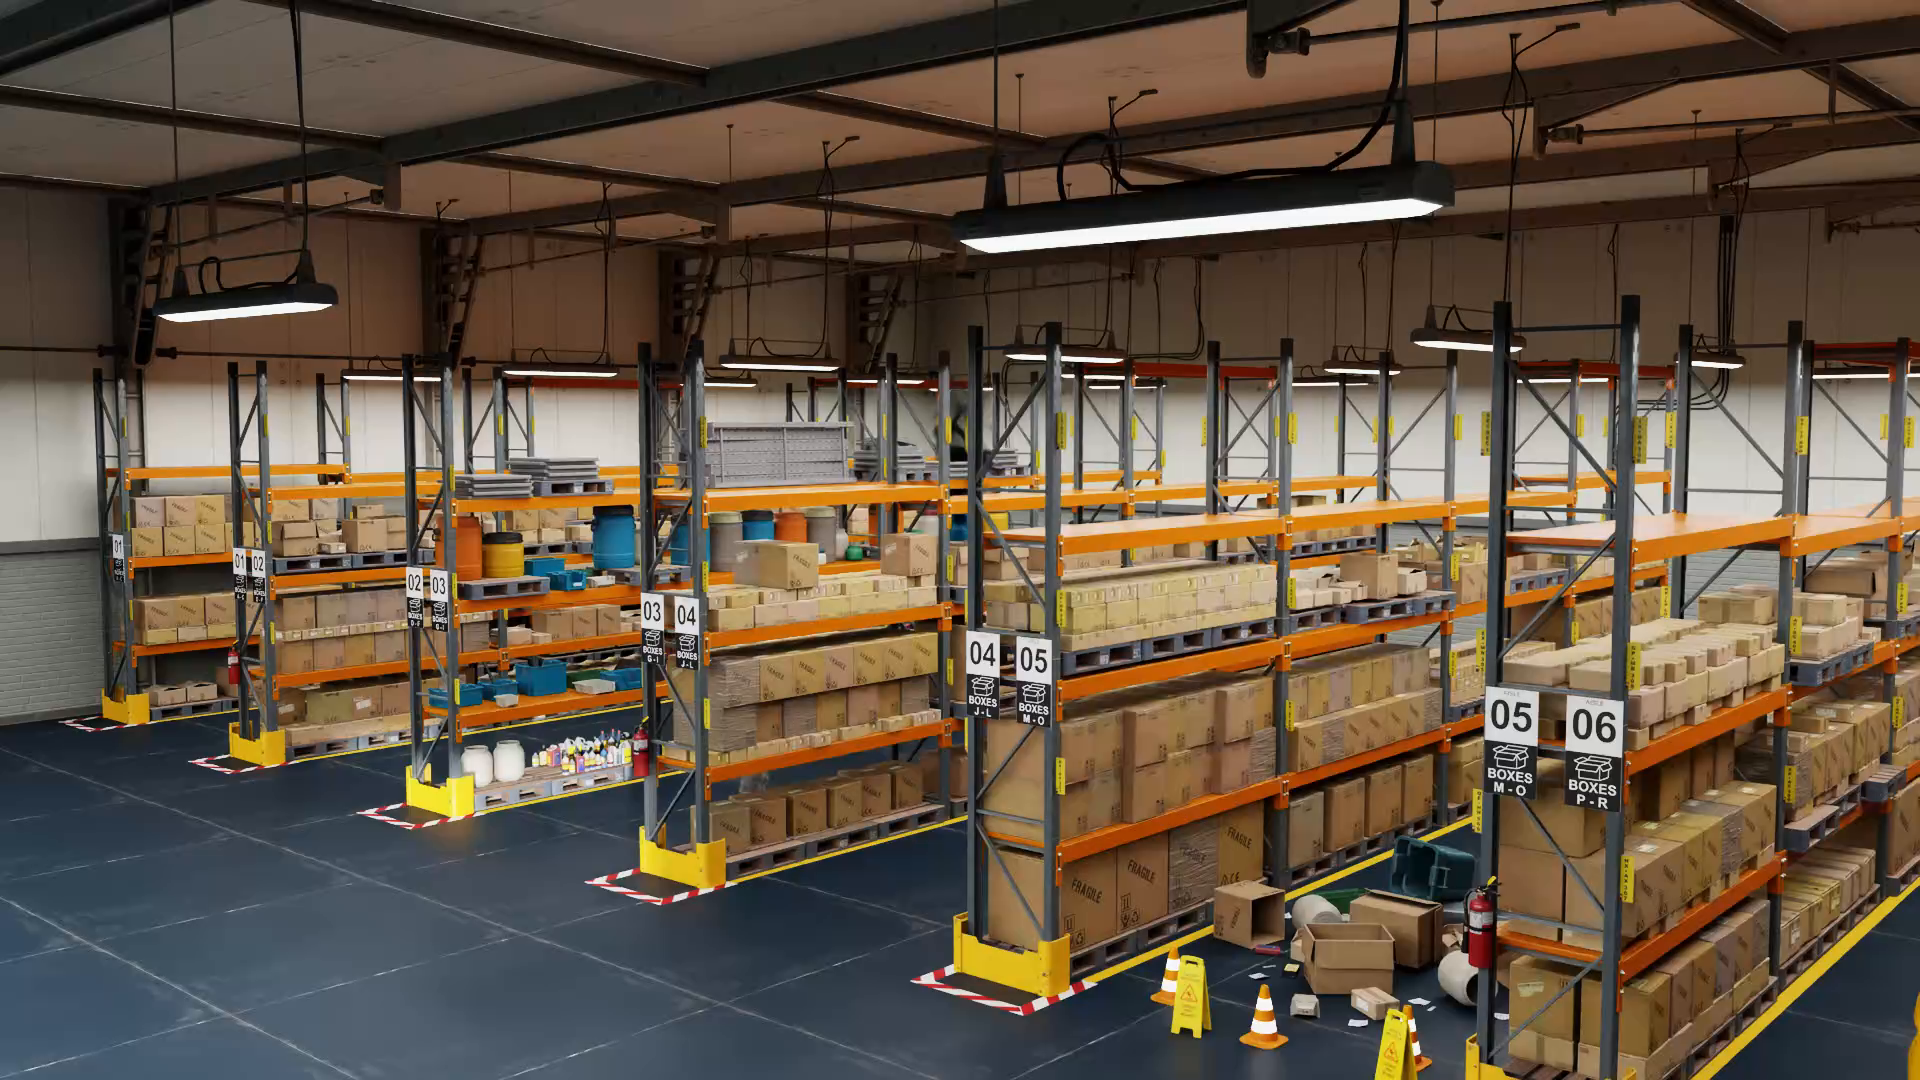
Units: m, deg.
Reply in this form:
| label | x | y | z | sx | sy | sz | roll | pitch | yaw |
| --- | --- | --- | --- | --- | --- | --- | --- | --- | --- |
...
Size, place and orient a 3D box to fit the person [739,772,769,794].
| label | x | y | z | sx | sy | sz | roll | pitch | yaw |
| --- | --- | --- | --- | --- | --- | --- | --- | --- | --- |
| person | -2.745 | 2.726 | 22.016 | 0.615 | 1.677 | 0.914 | 3 | 5 | 35 |
